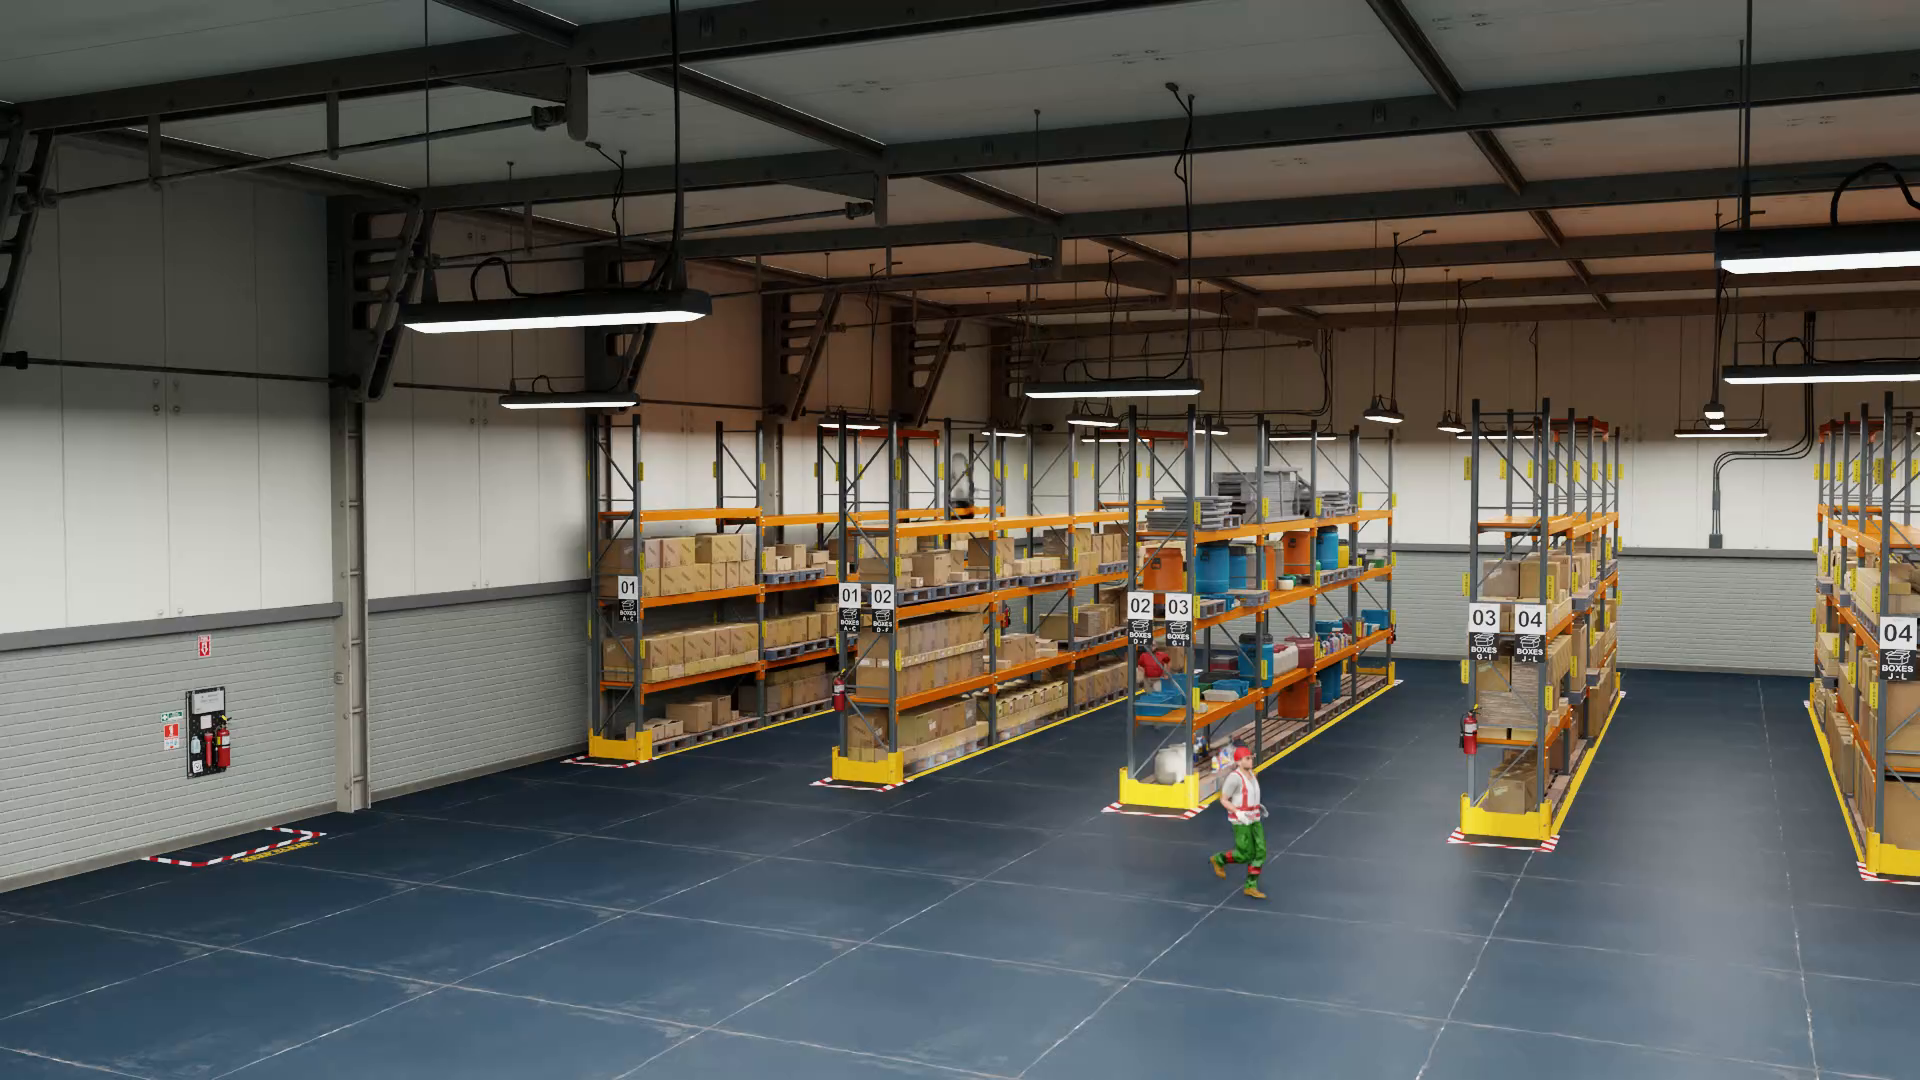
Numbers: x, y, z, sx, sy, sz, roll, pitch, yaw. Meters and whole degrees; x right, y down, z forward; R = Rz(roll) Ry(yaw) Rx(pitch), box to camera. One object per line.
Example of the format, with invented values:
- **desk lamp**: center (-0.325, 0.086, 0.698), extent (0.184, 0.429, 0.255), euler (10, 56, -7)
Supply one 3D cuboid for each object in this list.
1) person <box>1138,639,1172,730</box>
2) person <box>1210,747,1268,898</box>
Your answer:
- **person**: center (3.764, 2.824, 32.429), extent (0.606, 1.772, 0.821), euler (1, 3, 23)
- **person**: center (3.338, 3.323, 19.703), extent (0.655, 1.759, 0.744), euler (-2, 3, -44)
